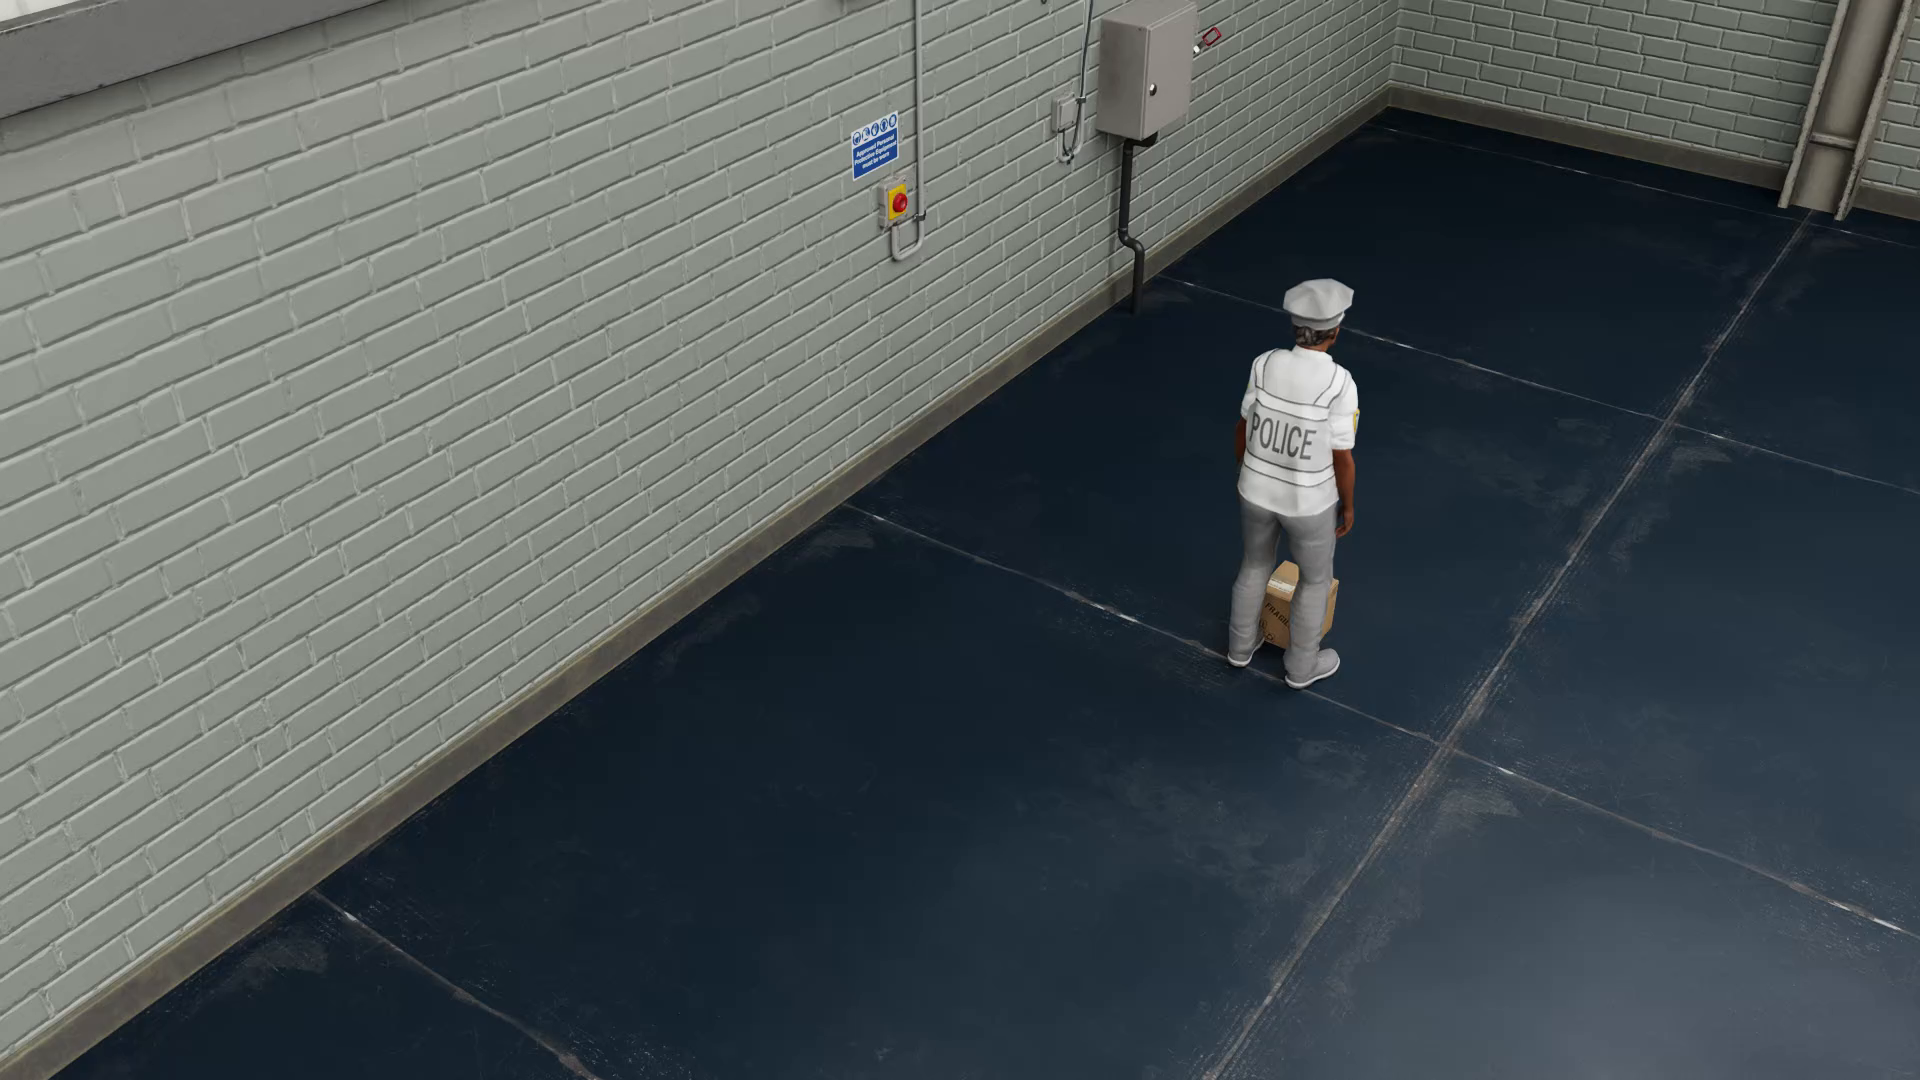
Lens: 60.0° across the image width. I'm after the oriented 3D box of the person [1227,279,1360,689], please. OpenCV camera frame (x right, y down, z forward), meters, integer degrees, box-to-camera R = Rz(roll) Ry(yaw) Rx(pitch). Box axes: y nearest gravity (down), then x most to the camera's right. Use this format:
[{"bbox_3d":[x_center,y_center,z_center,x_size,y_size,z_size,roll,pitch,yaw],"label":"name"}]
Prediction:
[{"bbox_3d":[1.282,-0.178,6.400,0.505,1.659,0.392,22,40,28],"label":"person"}]
